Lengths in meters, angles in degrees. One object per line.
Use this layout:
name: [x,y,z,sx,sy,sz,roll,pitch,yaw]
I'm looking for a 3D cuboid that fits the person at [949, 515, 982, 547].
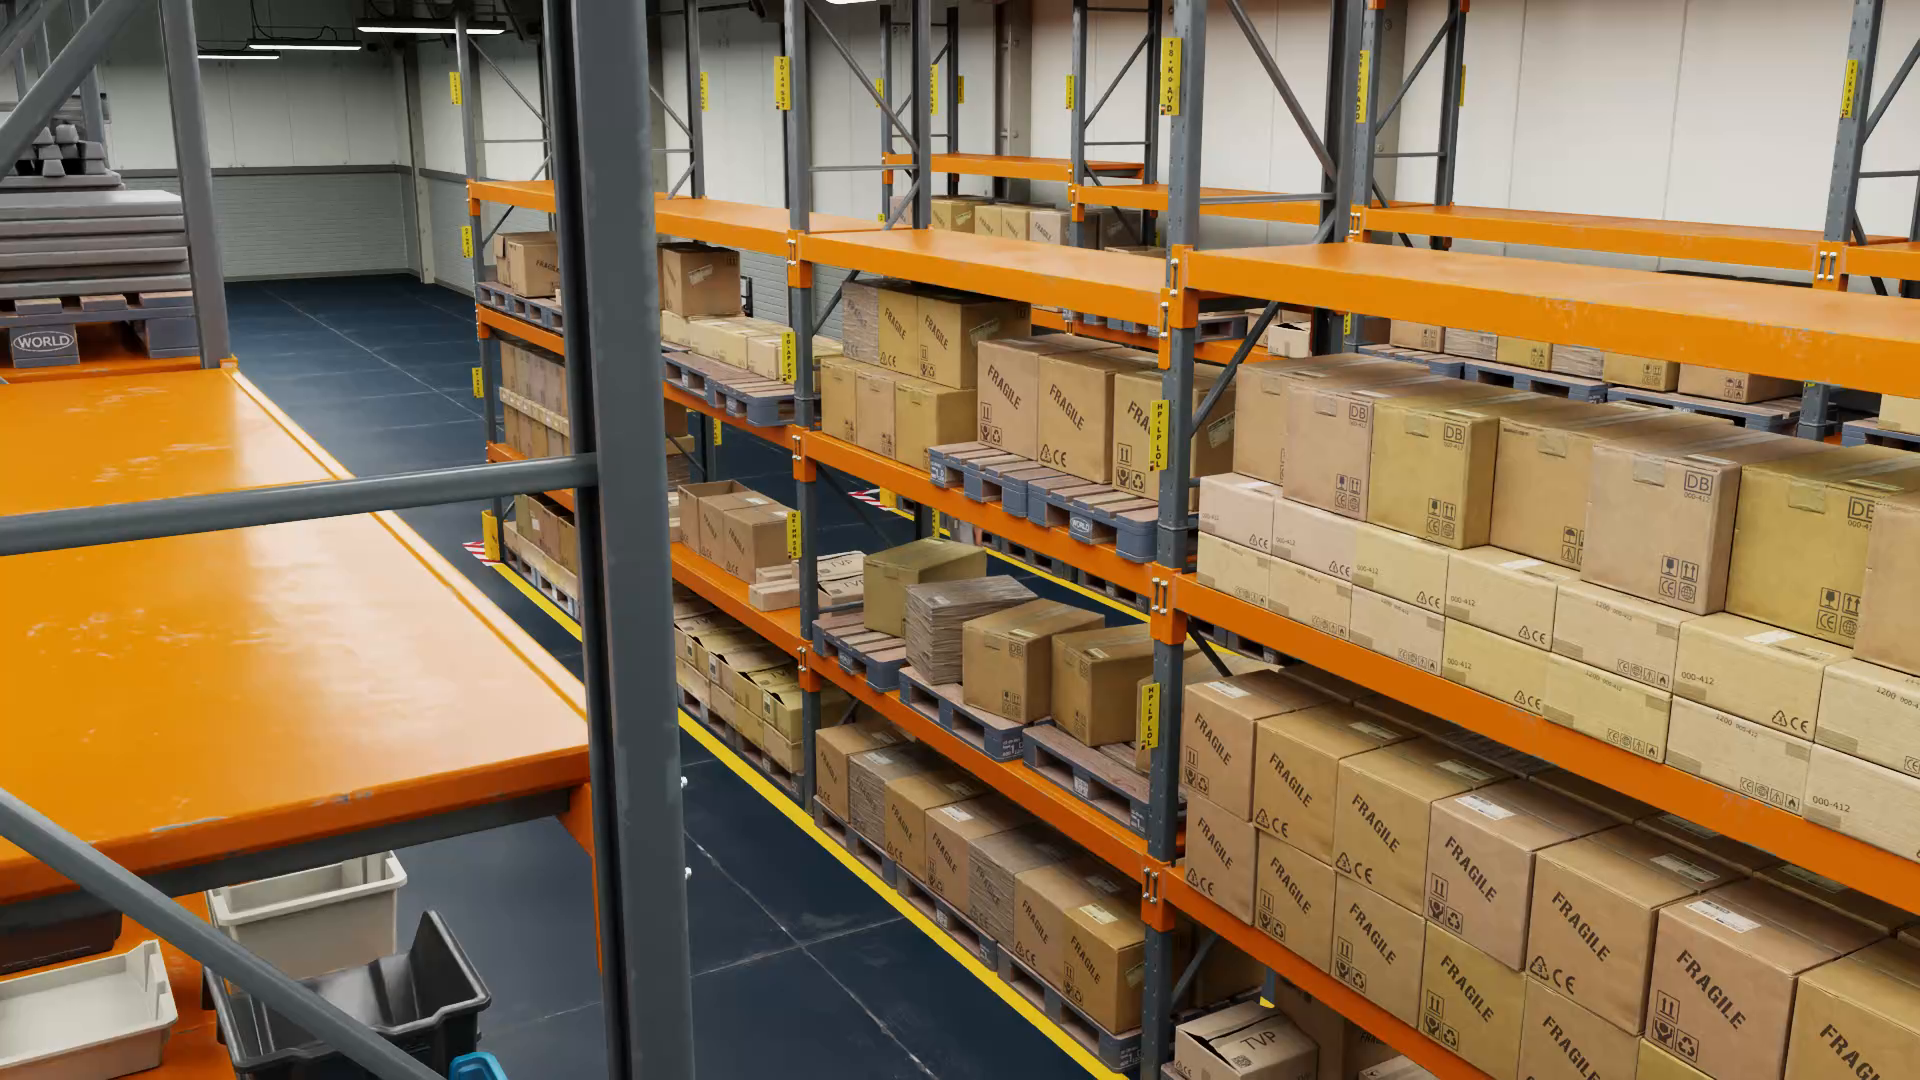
person: [0.071,0.138,15.518,0.366,1.670,0.439,-8,17,-28]
